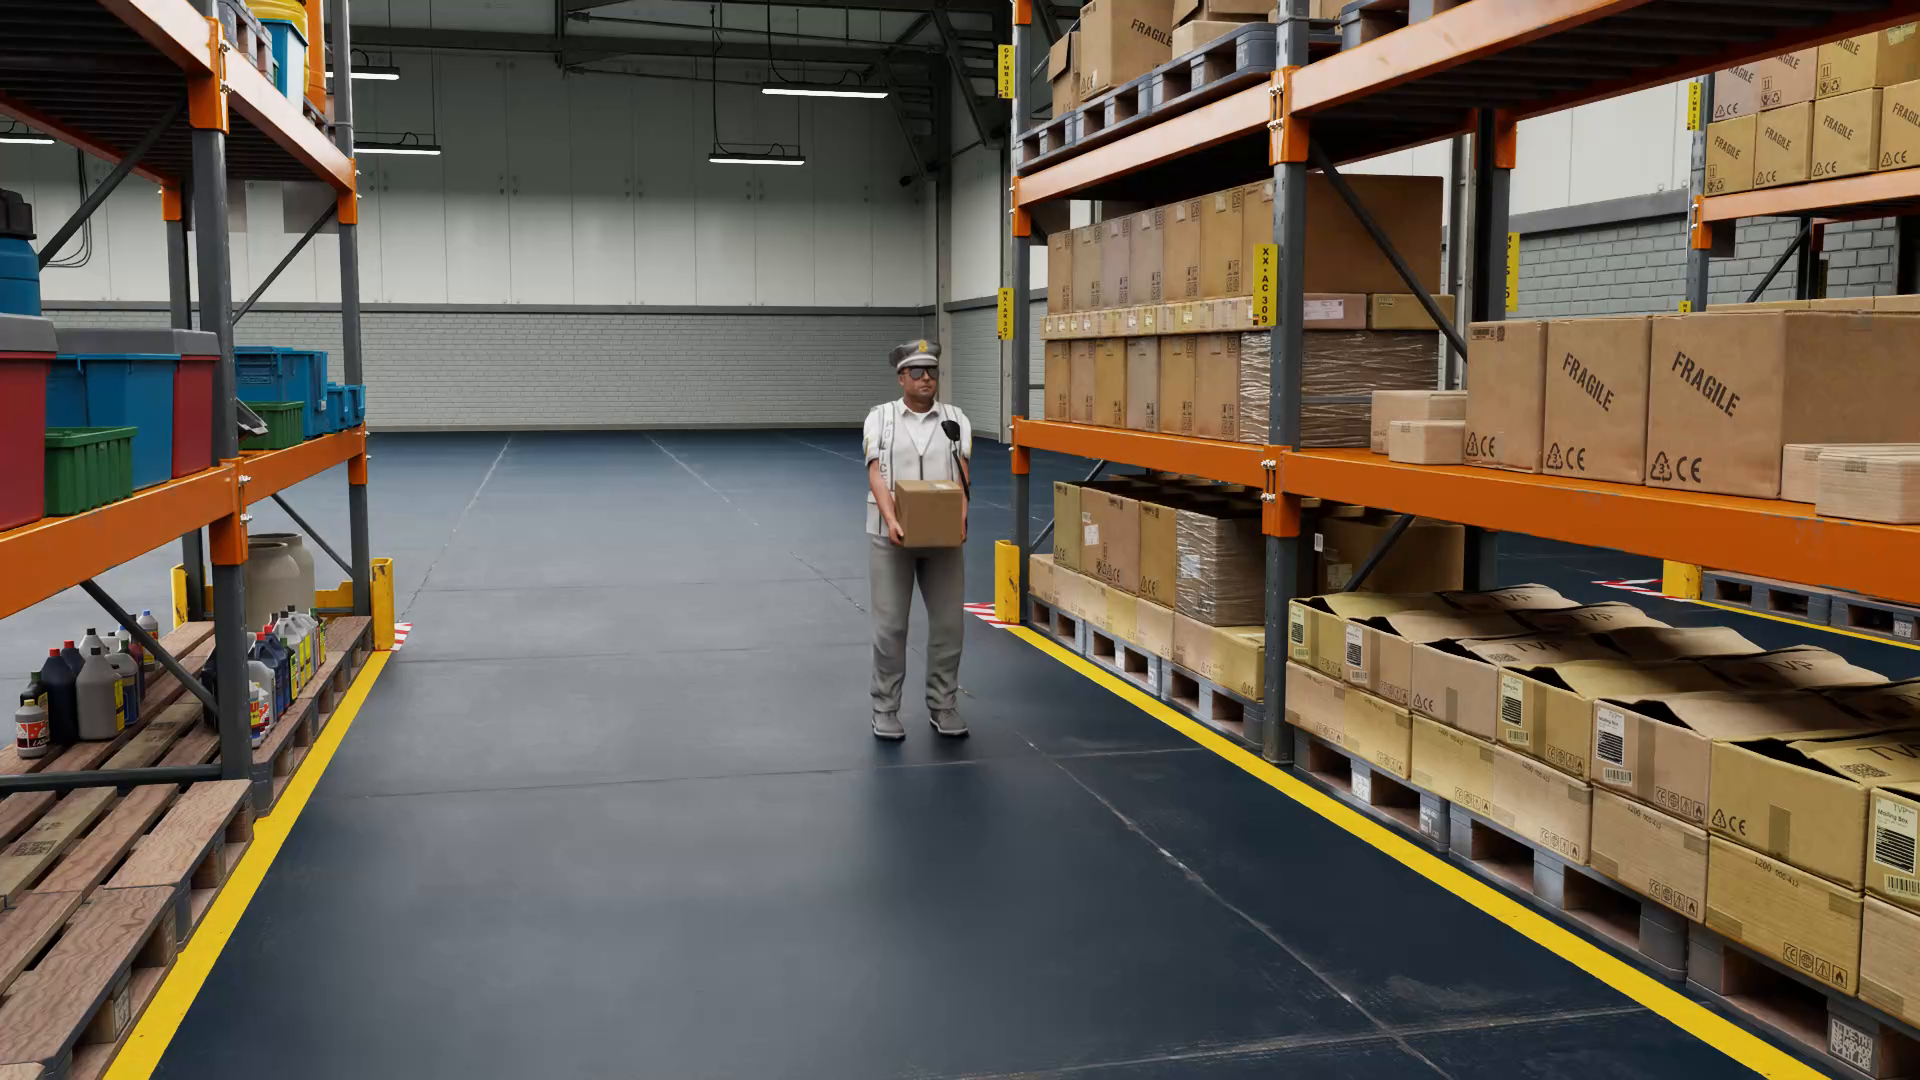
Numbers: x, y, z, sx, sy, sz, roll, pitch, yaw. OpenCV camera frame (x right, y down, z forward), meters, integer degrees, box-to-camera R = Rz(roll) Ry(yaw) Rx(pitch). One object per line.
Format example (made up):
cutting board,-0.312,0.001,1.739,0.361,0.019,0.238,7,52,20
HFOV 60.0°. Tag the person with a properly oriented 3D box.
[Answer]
person,-0.165,-0.007,7.396,0.494,1.767,0.573,-1,6,-13
